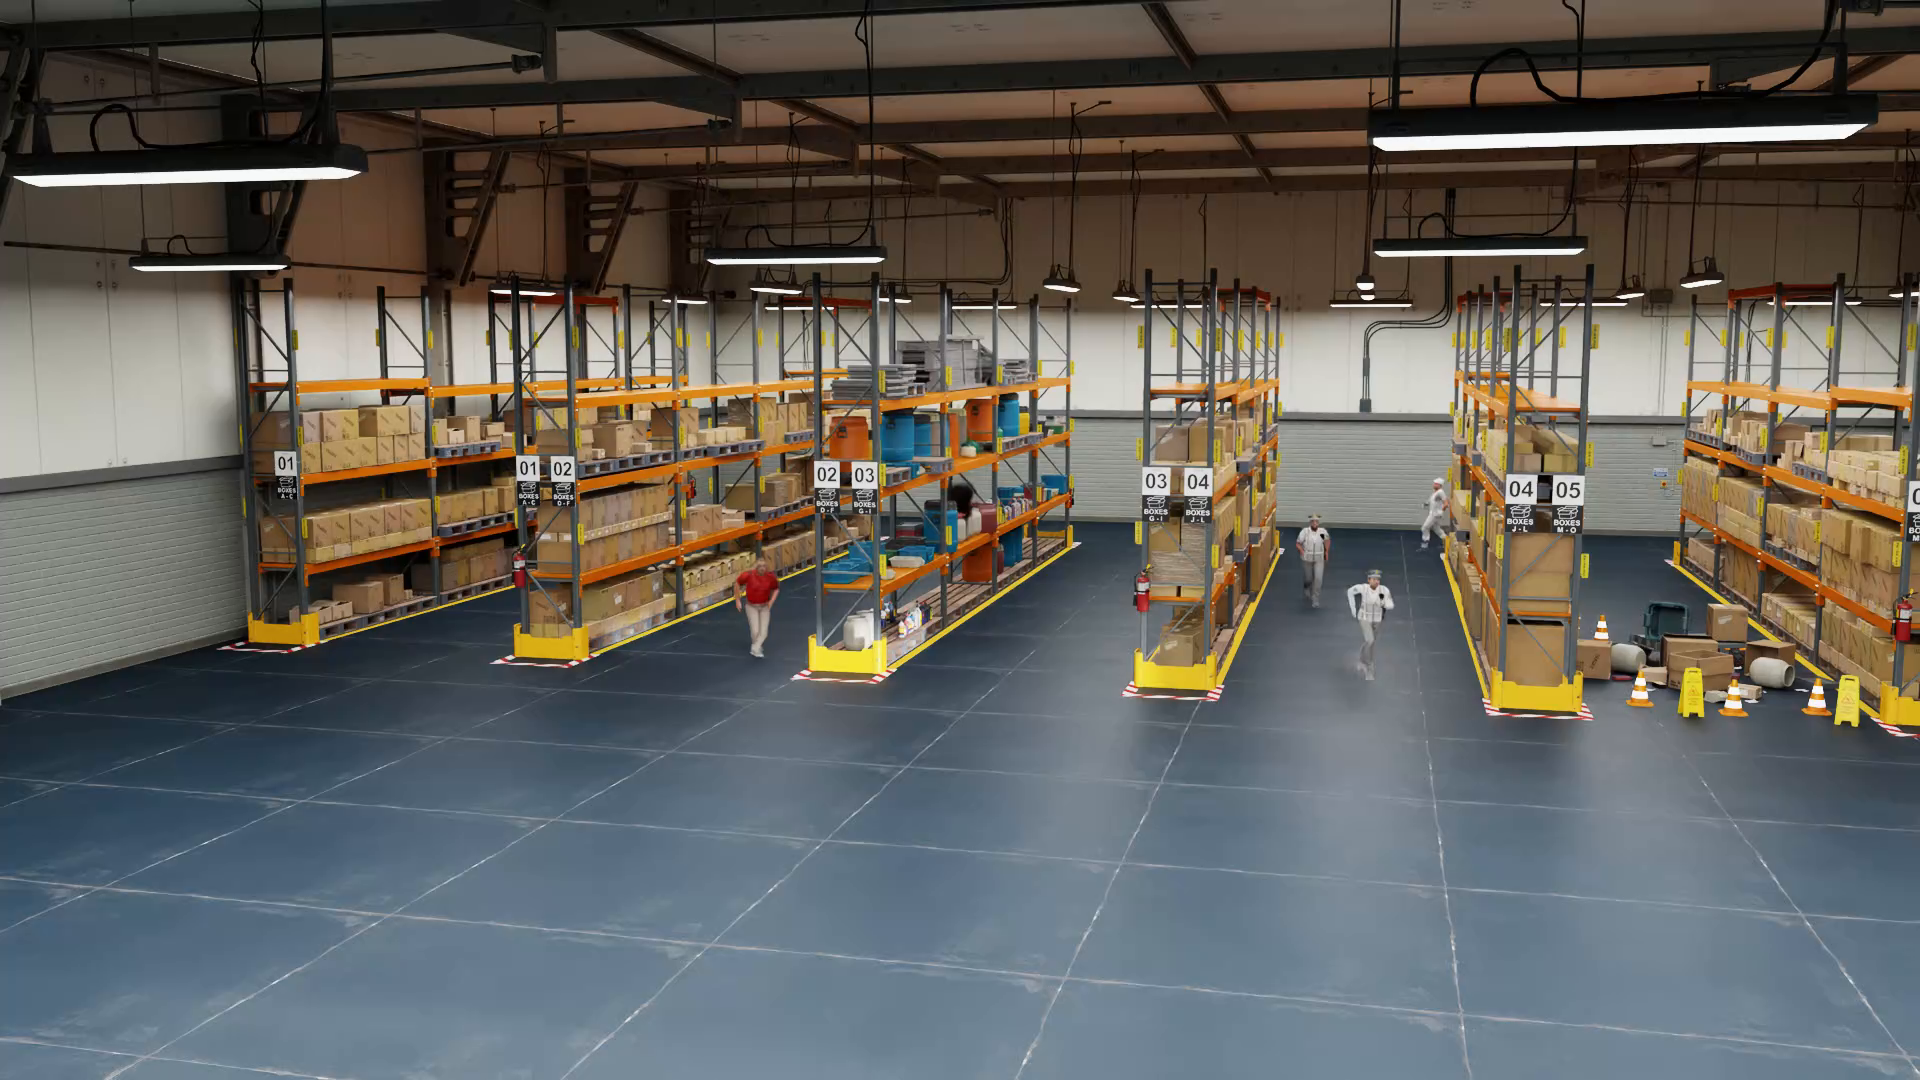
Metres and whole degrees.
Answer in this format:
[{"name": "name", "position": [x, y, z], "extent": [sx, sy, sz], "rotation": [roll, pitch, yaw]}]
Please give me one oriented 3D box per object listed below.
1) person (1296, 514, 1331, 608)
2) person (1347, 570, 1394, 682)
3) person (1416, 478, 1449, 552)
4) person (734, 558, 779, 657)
[{"name": "person", "position": [6.700, 0.359, 31.544], "extent": [0.654, 1.761, 0.897], "rotation": [1, 7, 8]}, {"name": "person", "position": [6.080, 1.233, 24.704], "extent": [0.605, 1.680, 0.891], "rotation": [-1, 7, -6]}, {"name": "person", "position": [11.232, -0.581, 39.360], "extent": [0.805, 1.801, 0.711], "rotation": [2, 7, 15]}, {"name": "person", "position": [-3.180, 1.071, 26.118], "extent": [0.685, 1.624, 0.670], "rotation": [-2, 7, -17]}]
